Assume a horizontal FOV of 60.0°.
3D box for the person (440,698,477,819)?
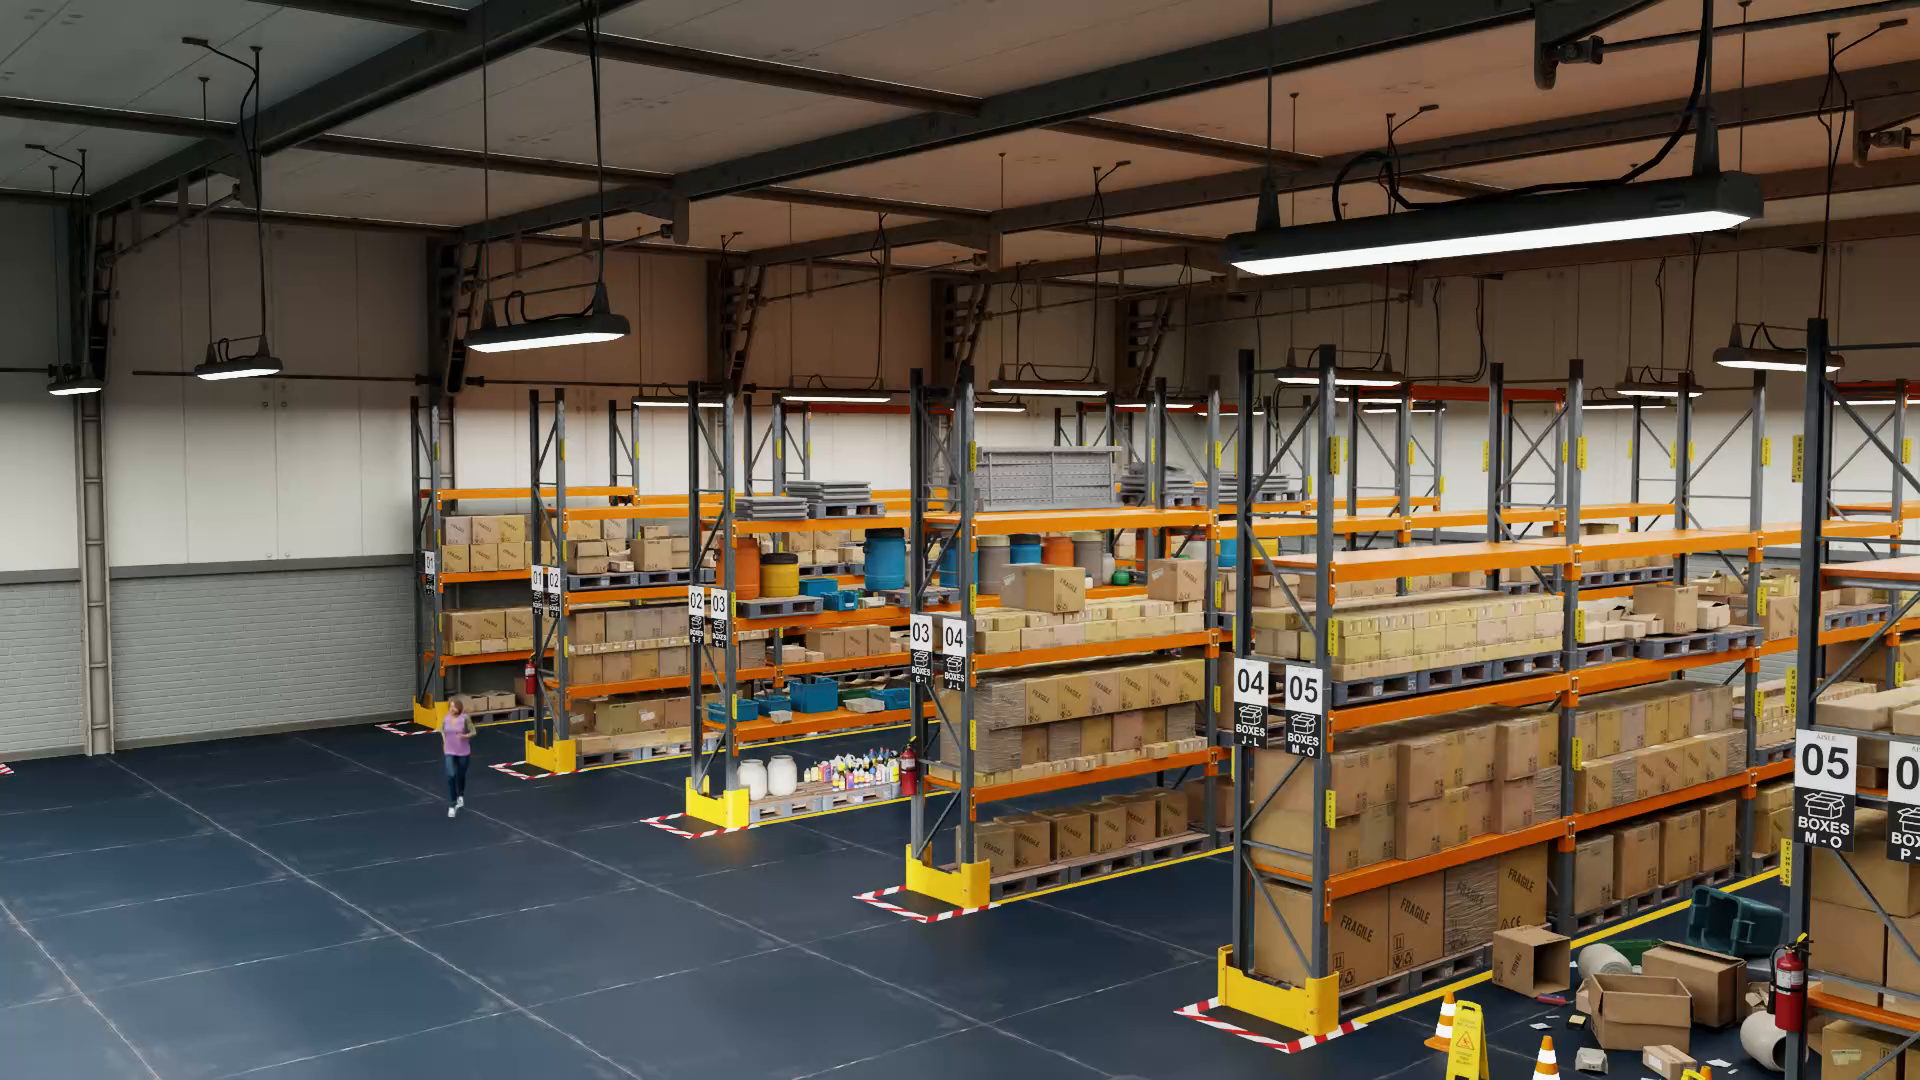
[{"bbox_3d":[-6.976,3.005,23.141,0.513,1.644,0.733,-1,3,-11],"label":"person"}]
